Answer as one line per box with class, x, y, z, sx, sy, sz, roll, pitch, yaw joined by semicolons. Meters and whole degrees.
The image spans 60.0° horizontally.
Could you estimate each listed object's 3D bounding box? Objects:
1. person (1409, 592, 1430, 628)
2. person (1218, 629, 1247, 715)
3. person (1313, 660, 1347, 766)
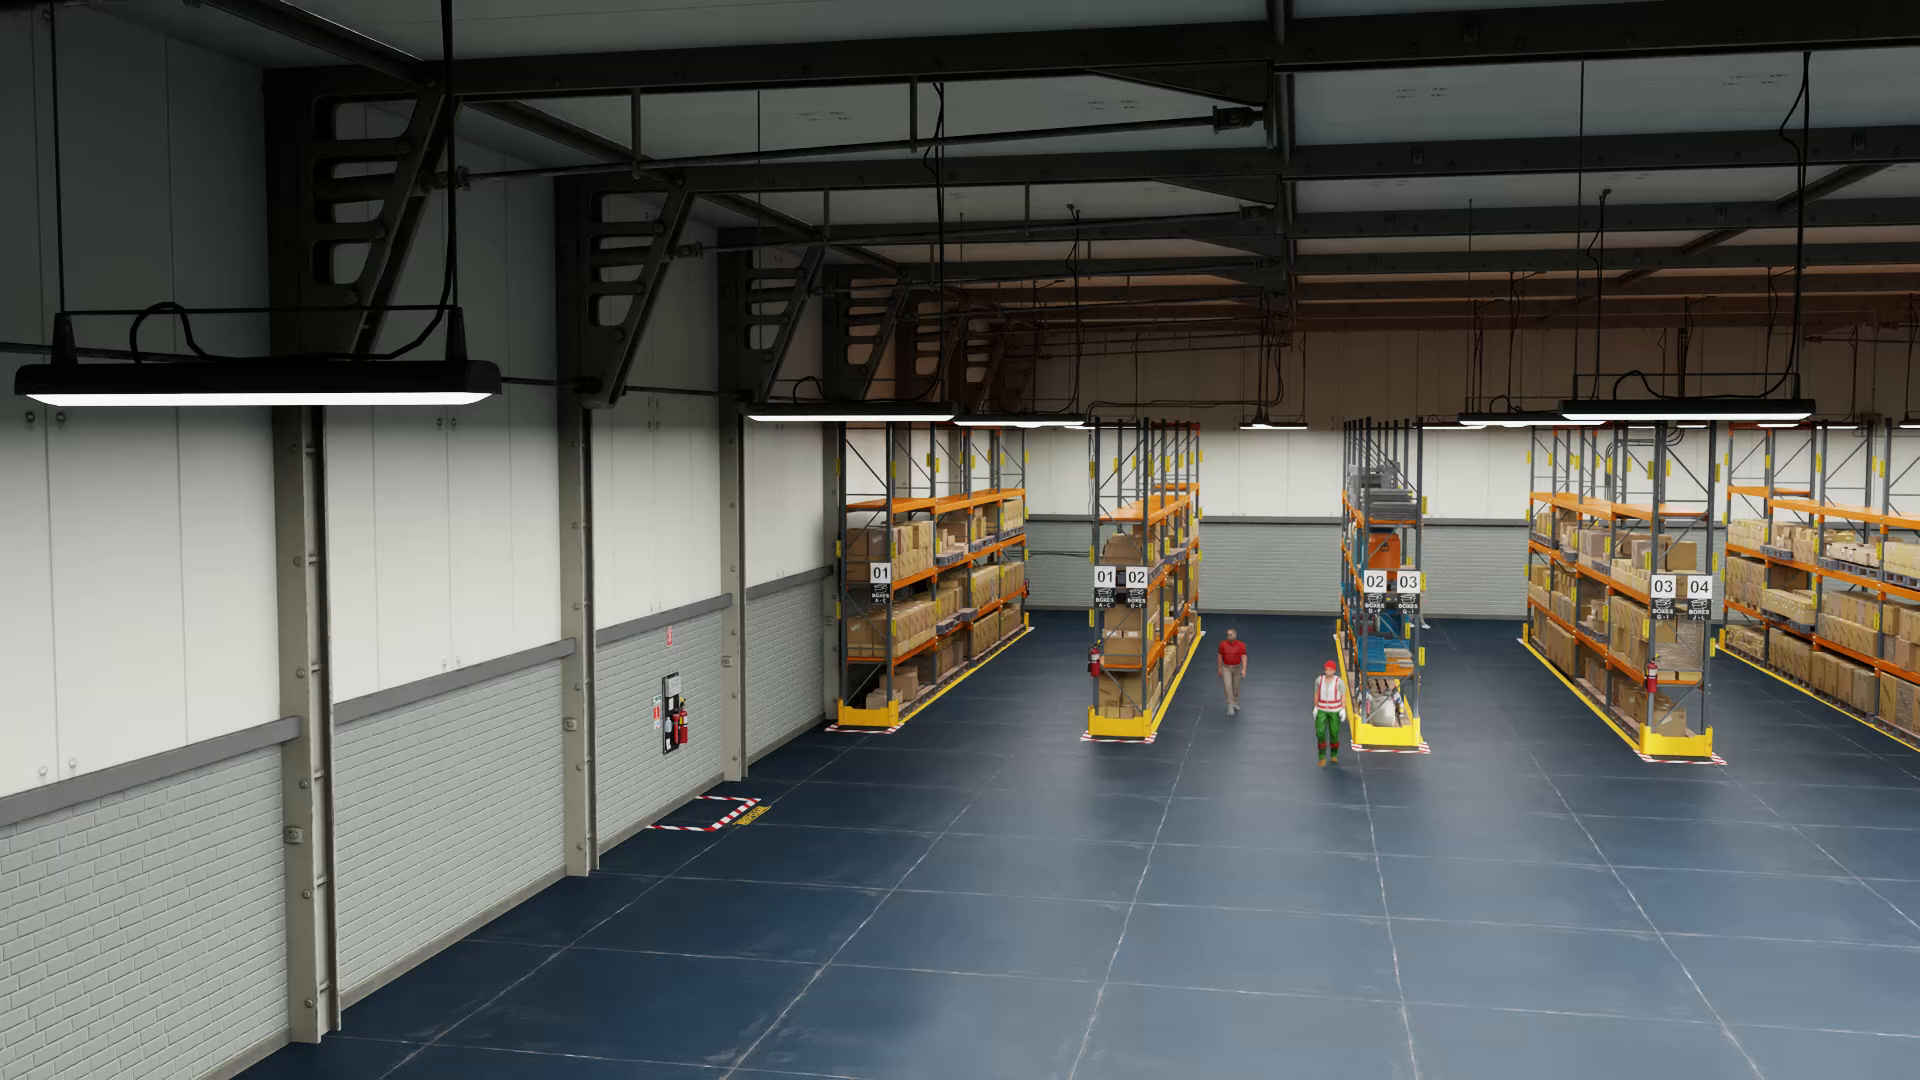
person;13.365;1.771;48.606;0.565;1.578;0.467;2;4;31
person;5.561;2.655;33.889;0.563;1.691;0.923;0;4;3
person;6.363;2.996;28.610;0.618;1.855;0.506;2;4;27
